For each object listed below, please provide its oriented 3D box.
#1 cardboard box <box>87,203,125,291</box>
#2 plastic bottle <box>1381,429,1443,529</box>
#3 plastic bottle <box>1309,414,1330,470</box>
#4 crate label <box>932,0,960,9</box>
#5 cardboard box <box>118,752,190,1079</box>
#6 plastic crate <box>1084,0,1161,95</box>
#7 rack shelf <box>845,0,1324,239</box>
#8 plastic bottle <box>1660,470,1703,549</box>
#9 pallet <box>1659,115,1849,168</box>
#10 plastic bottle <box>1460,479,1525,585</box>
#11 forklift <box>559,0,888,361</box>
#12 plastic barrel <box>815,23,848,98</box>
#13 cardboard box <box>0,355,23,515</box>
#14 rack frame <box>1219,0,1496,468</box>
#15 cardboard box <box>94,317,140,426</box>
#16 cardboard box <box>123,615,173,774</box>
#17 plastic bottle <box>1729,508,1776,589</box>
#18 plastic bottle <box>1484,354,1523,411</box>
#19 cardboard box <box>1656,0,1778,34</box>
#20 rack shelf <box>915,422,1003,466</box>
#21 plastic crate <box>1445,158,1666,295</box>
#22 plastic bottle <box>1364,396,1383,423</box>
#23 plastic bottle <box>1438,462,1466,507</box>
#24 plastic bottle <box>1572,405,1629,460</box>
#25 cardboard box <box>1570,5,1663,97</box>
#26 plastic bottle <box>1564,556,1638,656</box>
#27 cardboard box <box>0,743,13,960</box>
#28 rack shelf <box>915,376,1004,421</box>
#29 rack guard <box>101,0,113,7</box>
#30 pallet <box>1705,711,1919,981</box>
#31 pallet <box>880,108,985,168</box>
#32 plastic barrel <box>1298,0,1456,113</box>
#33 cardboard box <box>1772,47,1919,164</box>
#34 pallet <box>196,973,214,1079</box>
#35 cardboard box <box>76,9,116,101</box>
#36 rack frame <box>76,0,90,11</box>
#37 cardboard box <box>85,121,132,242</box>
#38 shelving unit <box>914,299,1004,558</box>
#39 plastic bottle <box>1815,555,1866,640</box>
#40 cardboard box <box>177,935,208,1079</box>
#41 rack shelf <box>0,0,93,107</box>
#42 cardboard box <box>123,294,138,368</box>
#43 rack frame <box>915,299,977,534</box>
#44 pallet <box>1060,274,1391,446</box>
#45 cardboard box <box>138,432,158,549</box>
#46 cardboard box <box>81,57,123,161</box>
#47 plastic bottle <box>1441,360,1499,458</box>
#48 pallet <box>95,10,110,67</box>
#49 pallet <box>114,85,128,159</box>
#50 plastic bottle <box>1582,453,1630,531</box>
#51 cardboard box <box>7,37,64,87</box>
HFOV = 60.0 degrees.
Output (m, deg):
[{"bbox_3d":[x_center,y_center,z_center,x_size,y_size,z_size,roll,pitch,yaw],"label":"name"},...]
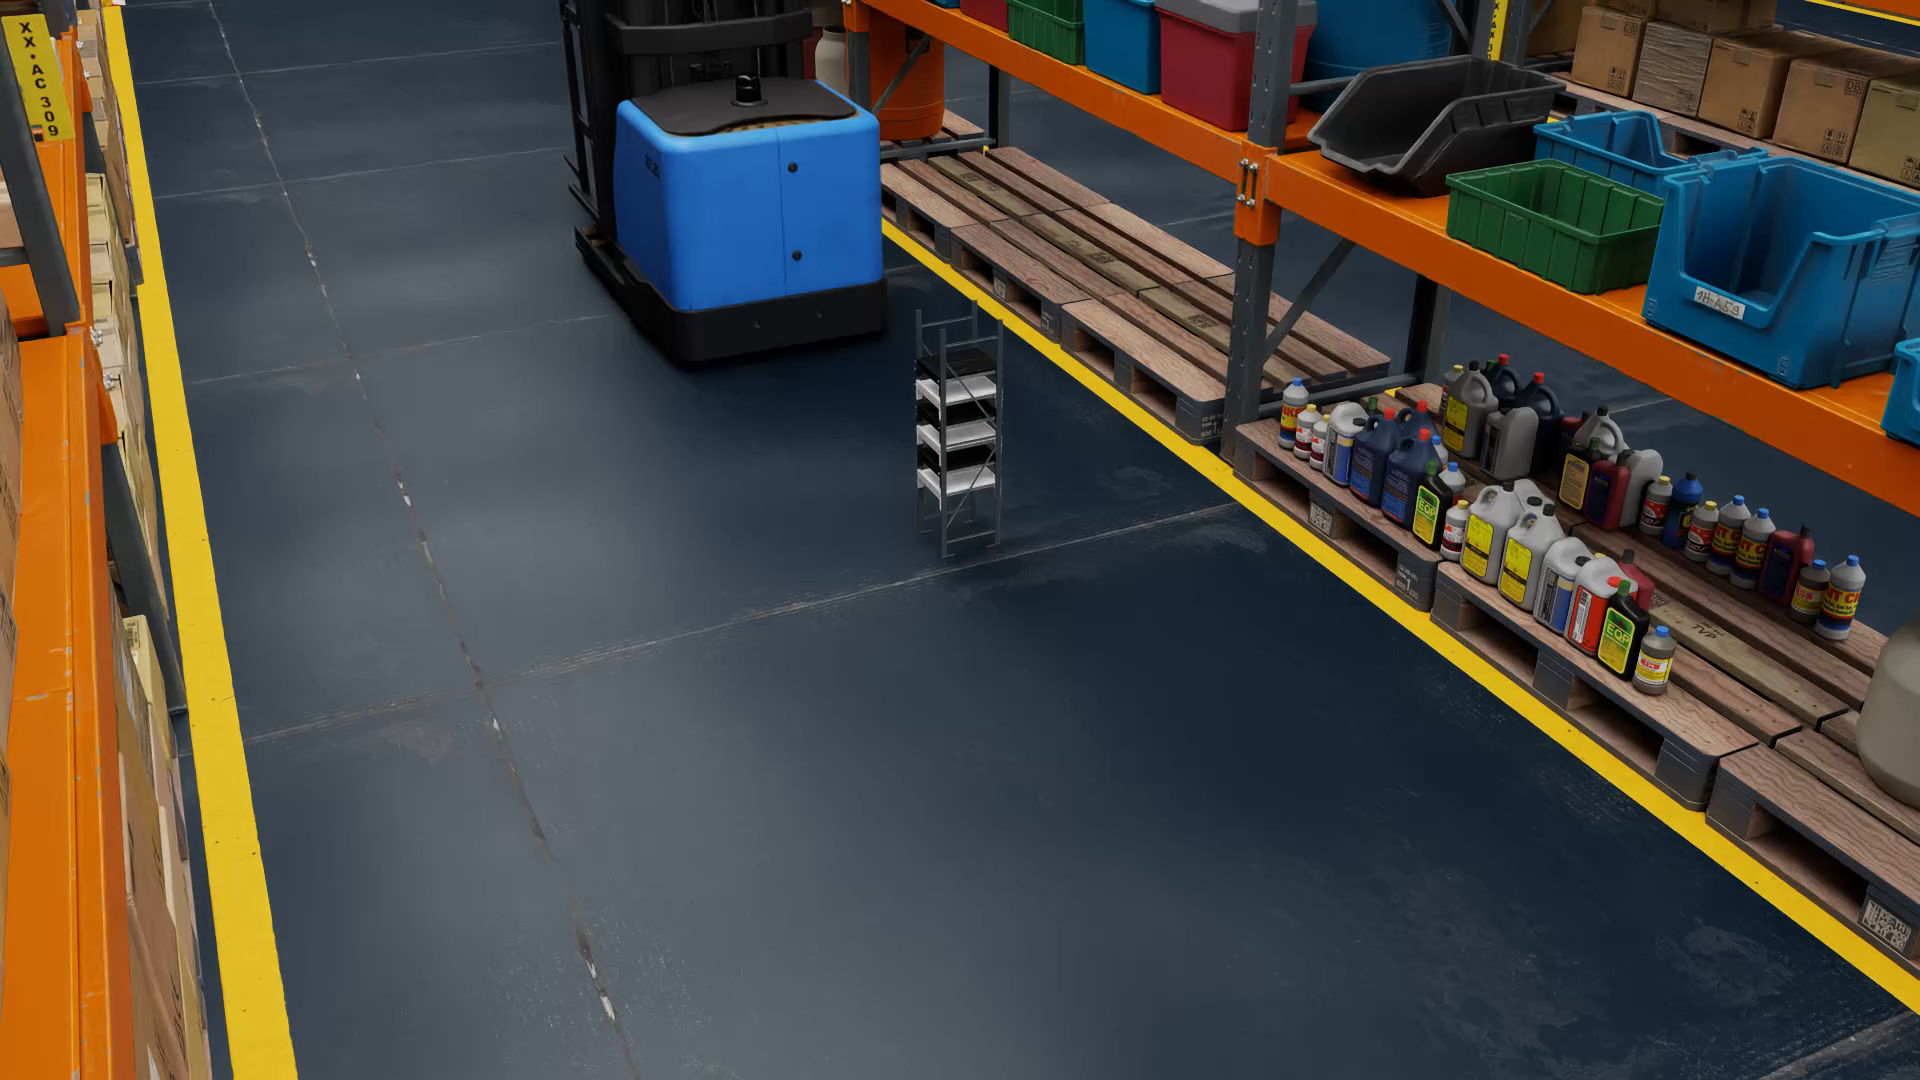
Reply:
[{"bbox_3d":[-3.970,-1.275,7.265,0.500,0.311,0.500,-14,32,-23],"label":"cardboard box"},{"bbox_3d":[1.599,-0.235,5.861,0.144,0.351,0.185,-15,32,-24],"label":"plastic bottle"},{"bbox_3d":[1.374,-0.374,6.262,0.097,0.201,0.097,0,29,0],"label":"plastic bottle"},{"bbox_3d":[0.011,-3.012,8.519,0.502,0.435,0.616,-13,32,-22],"label":"crate label"},{"bbox_3d":[-1.883,0.822,3.332,0.500,0.500,0.500,-13,32,-22],"label":"cardboard box"},{"bbox_3d":[0.792,-2.141,7.017,0.392,0.384,0.575,-13,32,-22],"label":"plastic crate"},{"bbox_3d":[0.688,-2.295,8.012,1.077,0.370,4.000,-13,32,-22],"label":"rack shelf"},{"bbox_3d":[2.489,-0.112,5.722,0.097,0.271,0.097,0,29,0],"label":"plastic bottle"},{"bbox_3d":[5.156,-2.433,10.372,1.003,0.211,1.213,-13,32,-22],"label":"pallet"},{"bbox_3d":[1.781,-0.047,5.526,0.144,0.351,0.185,-13,32,-22],"label":"plastic bottle"},{"bbox_3d":[-1.420,-2.788,8.225,1.130,2.935,3.031,-13,32,-21],"label":"forklift"},{"bbox_3d":[-0.720,-3.034,10.708,0.421,0.512,0.421,0,29,0],"label":"plastic barrel"},{"bbox_3d":[-2.501,-0.304,3.624,0.700,0.500,0.500,-13,32,-22],"label":"cardboard box"},{"bbox_3d":[1.546,-1.726,6.260,1.000,3.000,0.127,-13,32,-22],"label":"rack frame"},{"bbox_3d":[-3.315,-0.601,6.064,0.500,0.311,0.500,-14,32,-24],"label":"cardboard box"},{"bbox_3d":[-2.533,0.488,4.695,0.500,0.250,0.500,-13,32,-22],"label":"cardboard box"},{"bbox_3d":[2.619,0.022,5.484,0.097,0.271,0.097,0,29,0],"label":"plastic bottle"},{"bbox_3d":[2.083,-0.538,6.401,0.144,0.351,0.185,-14,32,-23],"label":"plastic bottle"},{"bbox_3d":[4.854,-3.439,10.656,0.500,0.250,0.500,-9,31,-16],"label":"cardboard box"},{"bbox_3d":[-0.003,-0.367,6.053,0.258,0.077,0.200,-13,32,-22],"label":"rack shelf"},{"bbox_3d":[1.874,-0.974,5.137,0.450,0.188,0.662,-13,32,-22],"label":"plastic crate"},{"bbox_3d":[1.546,-0.385,6.198,0.061,0.283,0.133,-13,32,-22],"label":"plastic bottle"},{"bbox_3d":[1.696,-0.143,5.778,0.097,0.271,0.097,0,29,0],"label":"plastic bottle"},{"bbox_3d":[2.304,-0.311,5.996,0.144,0.351,0.185,-13,32,-22],"label":"plastic bottle"},{"bbox_3d":[4.608,-3.342,11.250,0.700,0.500,0.500,-15,33,-25],"label":"cardboard box"},{"bbox_3d":[1.996,0.201,5.159,0.152,0.276,0.135,-13,32,-22],"label":"plastic bottle"},{"bbox_3d":[-1.839,0.376,2.411,0.700,0.500,0.500,-13,32,-22],"label":"cardboard box"},{"bbox_3d":[-0.003,-0.524,5.965,0.258,0.077,0.200,-13,32,-22],"label":"rack shelf"},{"bbox_3d":[-8.048,-4.864,14.413,1.175,0.500,0.348,-13,32,-22],"label":"rack guard"},{"bbox_3d":[2.844,0.874,4.476,1.003,0.211,1.213,-13,32,-22],"label":"pallet"},{"bbox_3d":[-0.547,-2.616,10.699,1.003,0.211,1.213,-13,32,-22],"label":"pallet"},{"bbox_3d":[1.654,-2.178,6.556,0.600,0.901,0.708,-13,32,-22],"label":"plastic barrel"},{"bbox_3d":[5.347,-2.605,9.934,0.700,0.500,0.500,-16,33,-26],"label":"cardboard box"},{"bbox_3d":[-2.098,1.429,3.486,1.003,0.211,1.213,-13,32,-22],"label":"pallet"},{"bbox_3d":[-5.893,-3.165,10.933,0.500,0.500,0.500,-13,32,-22],"label":"cardboard box"},{"bbox_3d":[-6.364,-4.221,10.711,1.000,3.000,0.127,-13,32,-22],"label":"rack frame"},{"bbox_3d":[-4.584,-1.817,8.529,0.500,0.500,0.500,-12,31,-20],"label":"cardboard box"},{"bbox_3d":[-0.003,-0.396,6.036,0.258,0.900,0.210,-13,32,-22],"label":"shelving unit"},{"bbox_3d":[2.766,0.173,5.214,0.097,0.271,0.097,0,29,0],"label":"plastic bottle"},{"bbox_3d":[-1.884,1.149,3.515,0.500,0.250,0.500,-13,32,-22],"label":"cardboard box"},{"bbox_3d":[-5.505,-3.024,9.311,1.077,0.370,4.000,-13,32,-22],"label":"rack shelf"},{"bbox_3d":[-3.763,-0.807,7.004,0.500,0.250,0.500,-12,32,-21],"label":"cardboard box"},{"bbox_3d":[-0.047,-0.441,6.116,0.240,0.900,0.006,-13,32,-22],"label":"rack frame"},{"bbox_3d":[1.174,-0.848,7.547,1.003,0.211,1.213,-13,32,-22],"label":"pallet"},{"bbox_3d":[-3.097,-0.127,5.792,0.500,0.250,0.500,-12,32,-21],"label":"cardboard box"},{"bbox_3d":[-5.253,-2.499,9.746,0.500,0.500,0.500,-14,32,-24],"label":"cardboard box"},{"bbox_3d":[1.953,-0.508,6.347,0.144,0.351,0.185,-13,32,-22],"label":"plastic bottle"},{"bbox_3d":[-7.185,-3.848,12.897,1.003,0.211,1.213,-13,32,-22],"label":"pallet"},{"bbox_3d":[-5.980,-2.653,10.766,1.003,0.211,1.213,-13,32,-22],"label":"pallet"},{"bbox_3d":[2.274,-0.186,5.842,0.061,0.283,0.133,-13,32,-22],"label":"plastic bottle"},{"bbox_3d":[-4.011,-2.005,7.016,0.380,0.149,0.250,-13,32,-22],"label":"cardboard box"}]
